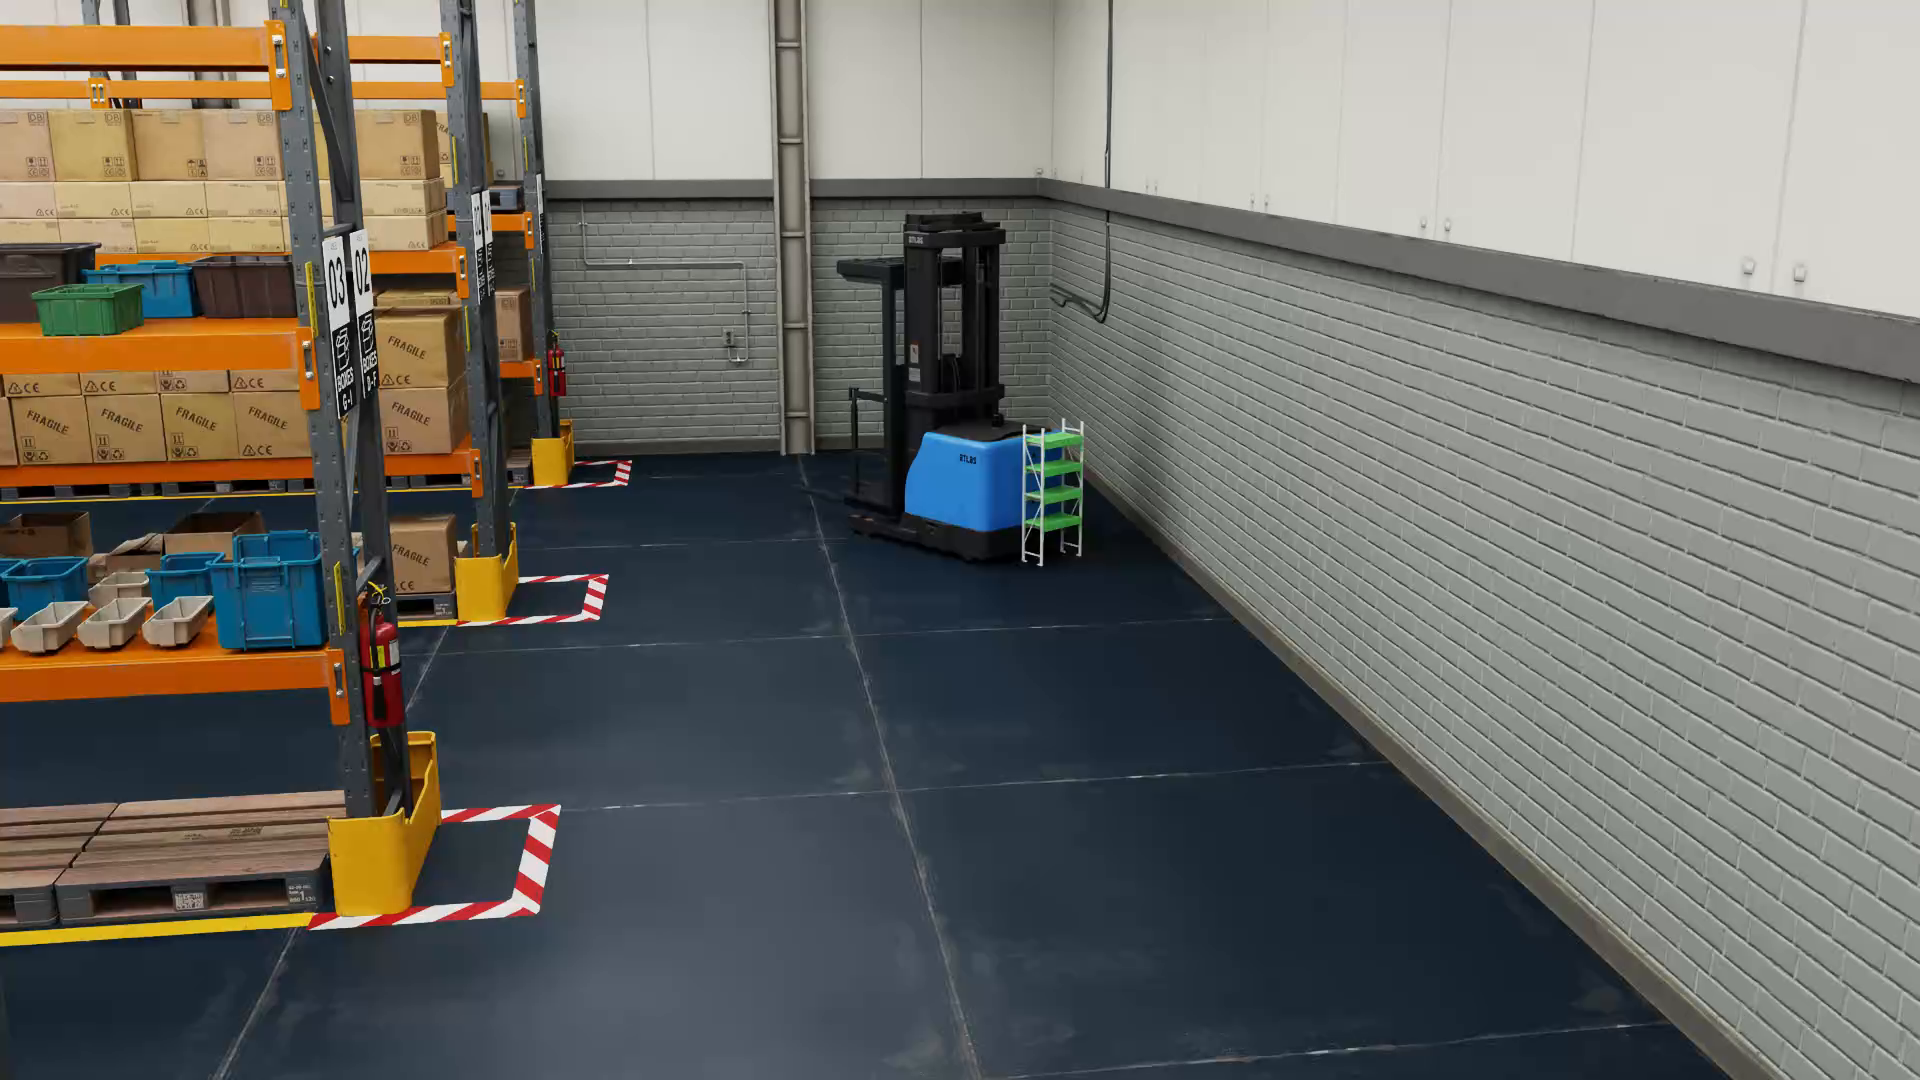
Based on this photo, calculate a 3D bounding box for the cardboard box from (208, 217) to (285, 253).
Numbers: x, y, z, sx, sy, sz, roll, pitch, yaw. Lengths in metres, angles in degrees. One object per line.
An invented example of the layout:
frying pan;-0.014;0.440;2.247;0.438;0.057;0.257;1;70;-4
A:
cardboard box;-5.139;-2.238;12.120;0.500;0.250;0.500;-2;14;-8

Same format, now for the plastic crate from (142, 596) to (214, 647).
plastic crate;-3.727;0.389;7.922;0.243;0.136;0.396;-2;14;-8

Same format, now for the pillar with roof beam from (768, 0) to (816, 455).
pillar with roof beam;-1.241;-4.346;14.052;0.400;9.000;9.100;-2;14;-8

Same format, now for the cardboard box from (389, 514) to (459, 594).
cardboard box;-4.183;0.104;12.876;0.500;0.500;0.500;-2;14;-8

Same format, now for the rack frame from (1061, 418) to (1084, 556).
rack frame;0.983;-0.460;14.591;0.015;1.200;0.240;-13;19;-42

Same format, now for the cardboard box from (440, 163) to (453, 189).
cardboard box;-5.108;-3.710;16.921;0.500;0.250;0.500;-2;14;-7

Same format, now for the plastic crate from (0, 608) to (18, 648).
plastic crate;-4.577;0.427;7.770;0.250;0.136;0.298;-2;14;-8

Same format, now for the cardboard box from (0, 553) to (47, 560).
cardboard box;-7.190;0.298;12.489;0.500;0.311;0.500;-2;14;-8

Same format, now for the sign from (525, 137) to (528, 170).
sign;-4.356;-3.881;16.706;0.005;0.325;0.100;-2;14;-8

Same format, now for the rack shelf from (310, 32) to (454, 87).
rack shelf;-5.660;-3.461;12.010;4.000;0.370;1.077;-2;14;-8

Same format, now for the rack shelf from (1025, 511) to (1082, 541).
rack shelf;0.805;-0.125;14.503;0.480;0.148;0.258;-13;19;-42

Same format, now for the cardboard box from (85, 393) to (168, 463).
cardboard box;-6.092;-0.868;12.310;0.500;0.500;0.500;-2;14;-9

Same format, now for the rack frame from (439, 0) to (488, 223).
rack frame;-3.682;-3.884;12.211;0.127;3.000;1.000;-2;14;-8

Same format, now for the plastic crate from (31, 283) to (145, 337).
plastic crate;-3.880;-1.030;7.434;0.336;0.188;0.450;-2;14;-8

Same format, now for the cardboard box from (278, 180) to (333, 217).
cardboard box;-4.646;-2.501;12.142;0.500;0.250;0.500;-2;14;-8

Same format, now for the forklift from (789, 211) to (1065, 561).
forklift;-0.426;-1.534;15.313;1.130;2.935;3.031;-13;19;-41

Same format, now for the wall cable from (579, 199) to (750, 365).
wall cable;-3.298;-2.932;18.660;1.851;1.984;0.084;-2;14;-8

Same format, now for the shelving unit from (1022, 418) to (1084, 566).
shelving unit;0.805;-0.420;14.429;0.503;1.200;0.258;-13;19;-42

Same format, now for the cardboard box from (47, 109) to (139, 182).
cardboard box;-6.153;-2.848;11.985;0.500;0.500;0.700;-2;14;-8

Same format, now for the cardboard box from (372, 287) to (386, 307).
cardboard box;-6.399;-2.236;17.354;0.700;0.700;0.980;-3;14;-11

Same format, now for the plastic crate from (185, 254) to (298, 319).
plastic crate;-3.370;-1.227;8.052;0.590;0.269;0.497;-2;14;-8

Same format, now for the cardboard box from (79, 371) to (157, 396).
cardboard box;-6.111;-1.350;12.176;0.500;0.500;0.500;-3;14;-10

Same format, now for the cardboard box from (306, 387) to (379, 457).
cardboard box;-4.597;-0.922;12.524;0.500;0.500;0.500;-2;14;-8

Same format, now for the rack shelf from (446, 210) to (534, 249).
rack shelf;-6.401;-3.199;17.125;4.000;0.370;1.077;-2;14;-8

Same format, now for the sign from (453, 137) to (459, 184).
sign;-3.619;-2.725;11.933;0.005;0.325;0.100;-2;14;-8

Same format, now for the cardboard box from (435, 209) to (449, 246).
cardboard box;-4.228;-2.399;12.764;0.500;0.250;0.500;-2;14;-8

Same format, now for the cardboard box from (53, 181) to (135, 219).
cardboard box;-6.129;-2.446;11.922;0.500;0.250;0.500;-2;14;-8

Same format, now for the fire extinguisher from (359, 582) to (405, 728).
fire extinguisher;-2.731;0.540;7.830;0.183;0.674;0.296;-2;14;-8

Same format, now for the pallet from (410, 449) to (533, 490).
pallet;-5.203;-0.765;17.840;1.213;0.211;1.003;-2;14;-8

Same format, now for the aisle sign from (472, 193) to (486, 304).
aisle sign;-3.569;-2.164;12.340;0.004;0.787;0.394;-2;14;-8

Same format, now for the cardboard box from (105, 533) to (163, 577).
cardboard box;-6.374;0.145;13.099;0.500;0.311;0.500;-2;14;-8

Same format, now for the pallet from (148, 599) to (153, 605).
pallet;-5.749;0.454;12.980;1.213;0.211;1.003;-2;14;-8

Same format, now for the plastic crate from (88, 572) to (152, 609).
plastic crate;-4.241;0.262;8.429;0.298;0.136;0.250;-2;14;-8

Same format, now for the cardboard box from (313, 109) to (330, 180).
cardboard box;-4.694;-2.942;12.361;0.500;0.500;0.700;-2;14;-8

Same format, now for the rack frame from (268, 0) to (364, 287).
rack frame;-2.948;-2.693;7.459;0.127;3.000;1.000;-2;14;-8

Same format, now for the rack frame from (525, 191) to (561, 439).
rack frame;-4.424;-2.166;17.691;0.127;3.000;1.000;-2;14;-8

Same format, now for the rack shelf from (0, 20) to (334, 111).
rack shelf;-4.925;-2.077;7.307;4.000;0.370;1.077;-2;14;-8

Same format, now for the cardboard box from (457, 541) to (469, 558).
cardboard box;-4.147;0.128;13.503;0.250;0.149;0.380;-2;14;-8

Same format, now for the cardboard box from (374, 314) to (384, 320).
cardboard box;-4.580;-1.407;12.405;0.500;0.500;0.500;-2;14;-7

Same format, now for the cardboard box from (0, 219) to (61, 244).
cardboard box;-6.624;-2.187;11.917;0.500;0.250;0.500;-2;14;-8

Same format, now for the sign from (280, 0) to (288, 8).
sign;-2.850;-2.404;6.973;0.005;0.325;0.100;-2;14;-8

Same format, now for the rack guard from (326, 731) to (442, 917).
rack guard;-2.926;1.426;8.509;0.348;0.500;1.175;-2;14;-8

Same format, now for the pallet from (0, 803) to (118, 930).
pallet;-4.973;1.634;8.273;1.213;0.211;1.003;-2;14;-8

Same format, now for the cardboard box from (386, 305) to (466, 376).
cardboard box;-4.160;-1.555;12.996;0.500;0.500;0.500;-2;14;-7
